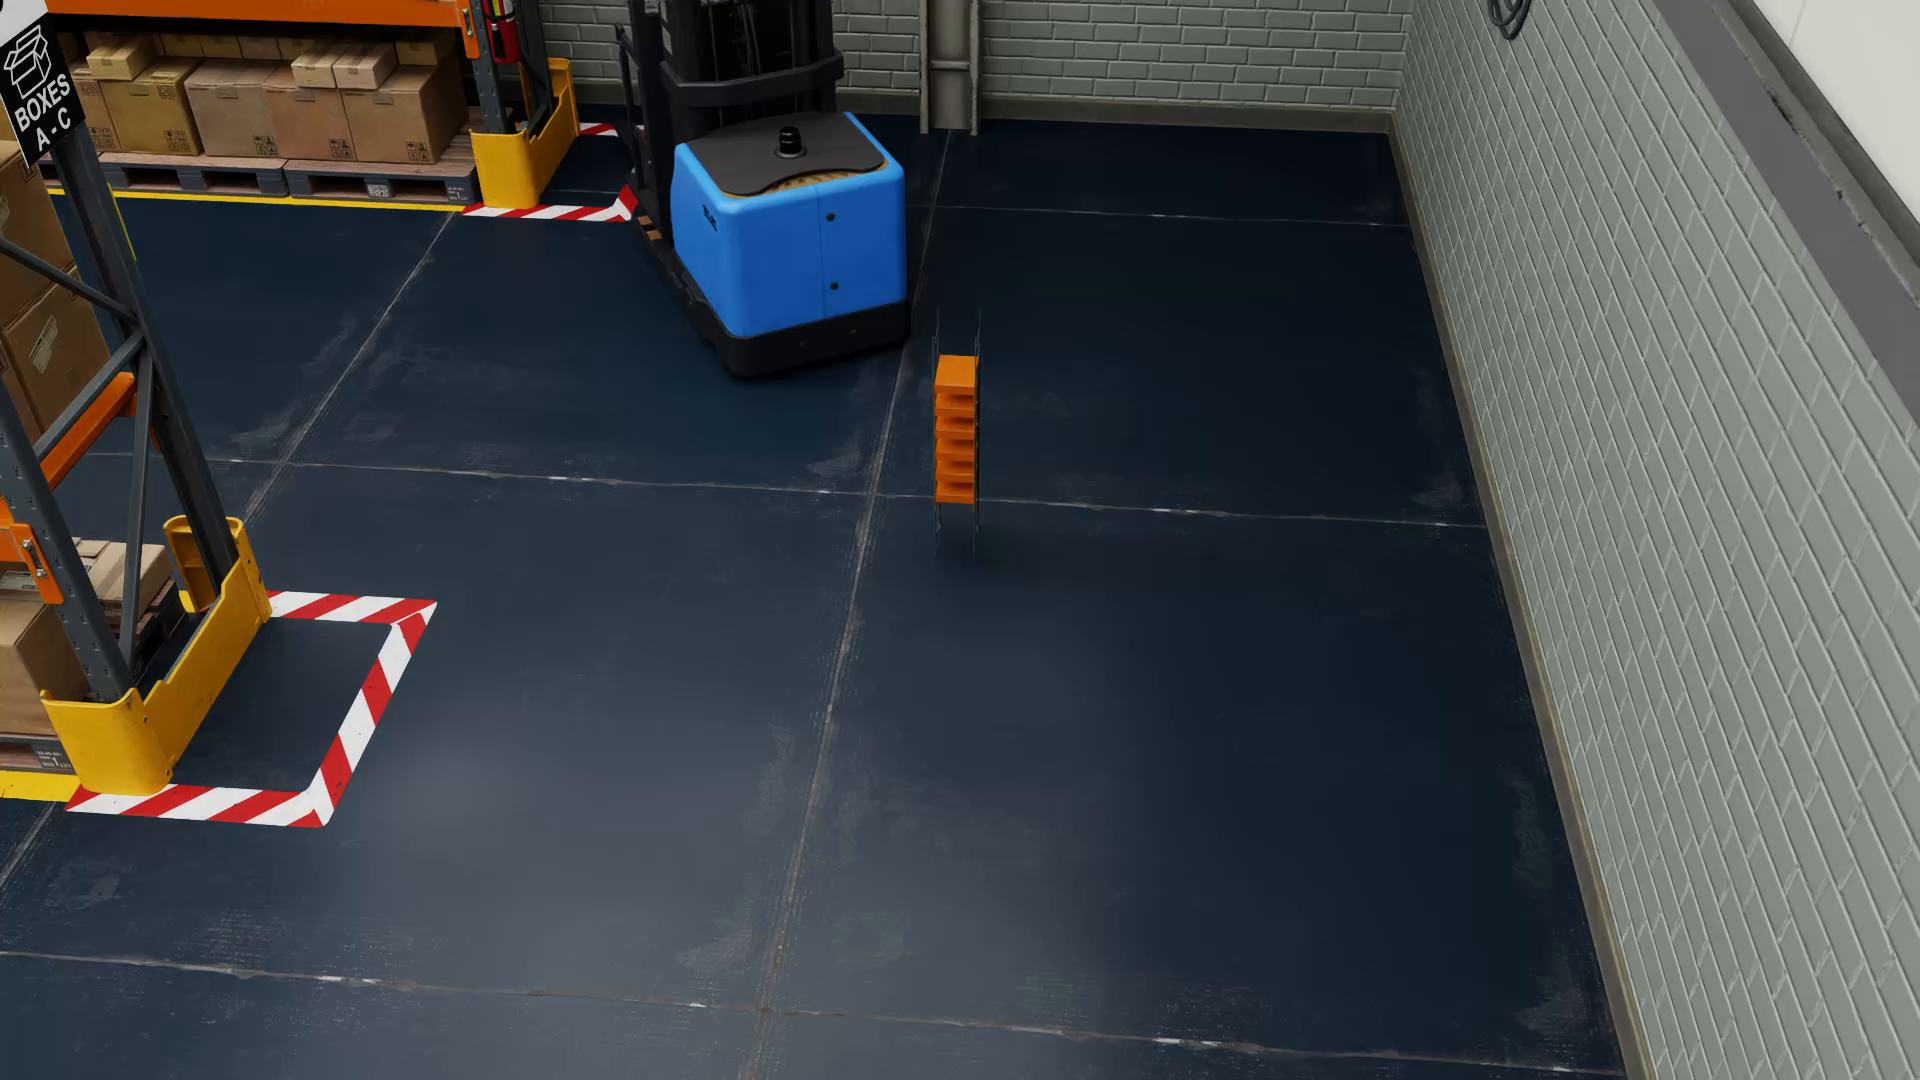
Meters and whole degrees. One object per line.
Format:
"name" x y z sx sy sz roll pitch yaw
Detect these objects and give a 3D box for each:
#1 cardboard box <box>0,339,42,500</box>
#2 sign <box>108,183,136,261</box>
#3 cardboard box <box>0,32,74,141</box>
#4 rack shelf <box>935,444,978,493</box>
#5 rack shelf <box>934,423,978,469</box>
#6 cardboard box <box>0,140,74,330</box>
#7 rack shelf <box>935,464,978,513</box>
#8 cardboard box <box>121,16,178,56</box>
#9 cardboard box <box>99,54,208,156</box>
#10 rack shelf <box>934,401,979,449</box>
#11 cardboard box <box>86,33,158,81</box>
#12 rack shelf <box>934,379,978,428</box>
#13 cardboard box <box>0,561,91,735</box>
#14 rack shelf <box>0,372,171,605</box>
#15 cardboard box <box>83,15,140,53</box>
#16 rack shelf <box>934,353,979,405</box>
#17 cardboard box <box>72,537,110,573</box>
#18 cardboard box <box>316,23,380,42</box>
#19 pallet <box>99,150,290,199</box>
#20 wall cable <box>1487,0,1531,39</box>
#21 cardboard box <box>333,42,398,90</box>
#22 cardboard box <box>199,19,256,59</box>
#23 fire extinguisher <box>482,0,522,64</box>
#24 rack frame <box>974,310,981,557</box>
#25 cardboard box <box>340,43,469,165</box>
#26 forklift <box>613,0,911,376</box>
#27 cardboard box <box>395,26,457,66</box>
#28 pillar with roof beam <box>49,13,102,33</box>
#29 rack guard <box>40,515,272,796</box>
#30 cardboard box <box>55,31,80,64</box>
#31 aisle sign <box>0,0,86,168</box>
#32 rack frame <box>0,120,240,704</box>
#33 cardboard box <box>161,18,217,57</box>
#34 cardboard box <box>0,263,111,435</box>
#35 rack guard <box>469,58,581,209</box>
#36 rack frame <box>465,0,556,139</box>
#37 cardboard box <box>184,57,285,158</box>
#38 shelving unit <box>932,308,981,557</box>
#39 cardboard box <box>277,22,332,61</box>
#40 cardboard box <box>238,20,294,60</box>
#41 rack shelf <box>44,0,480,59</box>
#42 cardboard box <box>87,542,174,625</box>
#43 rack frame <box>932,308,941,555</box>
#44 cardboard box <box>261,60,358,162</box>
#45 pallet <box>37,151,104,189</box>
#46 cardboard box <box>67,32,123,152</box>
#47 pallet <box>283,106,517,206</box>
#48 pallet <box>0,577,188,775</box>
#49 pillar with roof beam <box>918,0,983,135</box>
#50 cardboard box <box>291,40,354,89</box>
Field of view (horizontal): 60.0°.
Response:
"cardboard box" -3.719 -0.399 5.955 0.500 0.500 0.500 4 39 5
"sign" -3.203 -1.184 6.313 0.005 0.325 0.100 3 39 4
"cardboard box" -6.075 -2.929 10.790 0.500 0.500 0.700 4 39 4
"rack shelf" -0.014 -0.339 7.646 0.180 0.103 0.258 3 39 4
"rack shelf" -0.014 -0.432 7.571 0.180 0.103 0.258 3 39 4
"cardboard box" -3.669 -1.123 6.053 0.500 0.500 0.500 4 39 5
"rack shelf" -0.014 -0.246 7.722 0.180 0.103 0.258 3 39 4
"cardboard box" -5.163 -3.257 10.680 0.250 0.149 0.380 4 39 4
"cardboard box" -5.063 -2.870 10.717 0.500 0.500 0.700 4 39 5
"rack shelf" -0.014 -0.525 7.495 0.180 0.103 0.258 3 39 4
"cardboard box" -5.229 -3.018 10.386 0.250 0.149 0.380 2 39 3
"rack shelf" -0.014 -0.618 7.419 0.180 0.103 0.258 3 39 4
"cardboard box" -3.813 0.417 6.663 0.500 0.500 0.500 3 39 4
"rack shelf" -5.242 -0.337 6.528 4.000 0.370 1.077 3 39 4
"cardboard box" -5.414 -3.272 10.697 0.250 0.149 0.380 2 39 2
"rack shelf" -0.014 -0.711 7.343 0.180 0.103 0.258 3 39 4
"cardboard box" -3.886 0.169 7.233 0.250 0.166 0.380 3 39 4
"cardboard box" -3.895 -3.189 10.596 0.250 0.149 0.380 3 39 4
"pallet" -4.841 -2.603 10.952 1.213 0.211 1.003 3 39 4
"wall cable" 2.778 -4.212 8.427 0.112 2.526 3.097 3 39 4
"cardboard box" -3.676 -2.935 10.284 0.250 0.149 0.380 3 39 3
"cardboard box" -4.653 -3.230 10.646 0.250 0.149 0.380 4 39 4
"fire extinguisher" -2.716 -3.149 9.770 0.183 0.674 0.296 3 39 4
"rack frame" 0.077 -0.461 7.537 0.006 1.200 0.240 3 39 4
"cardboard box" -3.532 -2.791 10.621 0.500 0.500 0.700 3 39 4
"forklift" -1.344 -2.939 9.209 1.130 2.935 3.031 -16 42 -19
"cardboard box" -3.390 -3.162 10.562 0.250 0.149 0.380 3 39 4
"pillar with roof beam" -6.410 -3.965 5.664 0.400 9.000 9.100 3 39 4
"rack guard" -3.325 0.458 6.961 0.348 0.500 1.175 3 39 4
"cardboard box" -5.749 -3.047 10.421 0.250 0.149 0.380 4 39 5
"aisle sign" -3.156 -1.696 5.569 0.004 0.787 0.394 3 39 4
"rack frame" -3.250 -0.507 6.167 0.127 3.000 1.000 3 39 4
"cardboard box" -4.906 -3.244 10.663 0.250 0.149 0.380 2 39 3
"cardboard box" -3.669 -0.736 6.369 0.500 0.500 0.500 4 39 5
"rack guard" -2.802 -2.652 10.782 0.348 0.500 1.175 3 39 4
"rack frame" -2.826 -3.622 9.995 0.127 3.000 1.000 3 39 4
"cardboard box" -4.532 -2.845 10.687 0.500 0.500 0.700 2 39 2
"shelving unit" -0.014 -0.466 7.543 0.189 1.200 0.258 3 39 4
"cardboard box" -4.144 -3.203 10.613 0.250 0.149 0.380 3 39 4
"cardboard box" -4.398 -3.216 10.629 0.250 0.149 0.380 4 39 4
"rack shelf" -4.819 -3.452 10.356 4.000 0.370 1.077 3 39 4
"cardboard box" -3.637 0.189 7.222 0.250 0.149 0.380 3 39 4
"rack frame" -0.106 -0.471 7.549 0.006 1.200 0.240 3 39 4
"cardboard box" -4.030 -2.818 10.654 0.500 0.500 0.700 3 39 4
"pallet" -6.060 -2.668 11.031 1.213 0.211 1.003 3 39 4
"cardboard box" -5.575 -2.899 10.754 0.500 0.500 0.700 3 39 3
"pallet" -3.629 -2.535 10.868 1.213 0.211 1.003 3 39 4
"pallet" -4.120 0.528 7.105 1.213 0.211 1.003 3 39 4
"pillar with roof beam" -0.433 -3.639 5.262 0.400 9.000 9.100 3 39 4
"cardboard box" -3.930 -2.949 10.300 0.250 0.149 0.380 4 39 5
